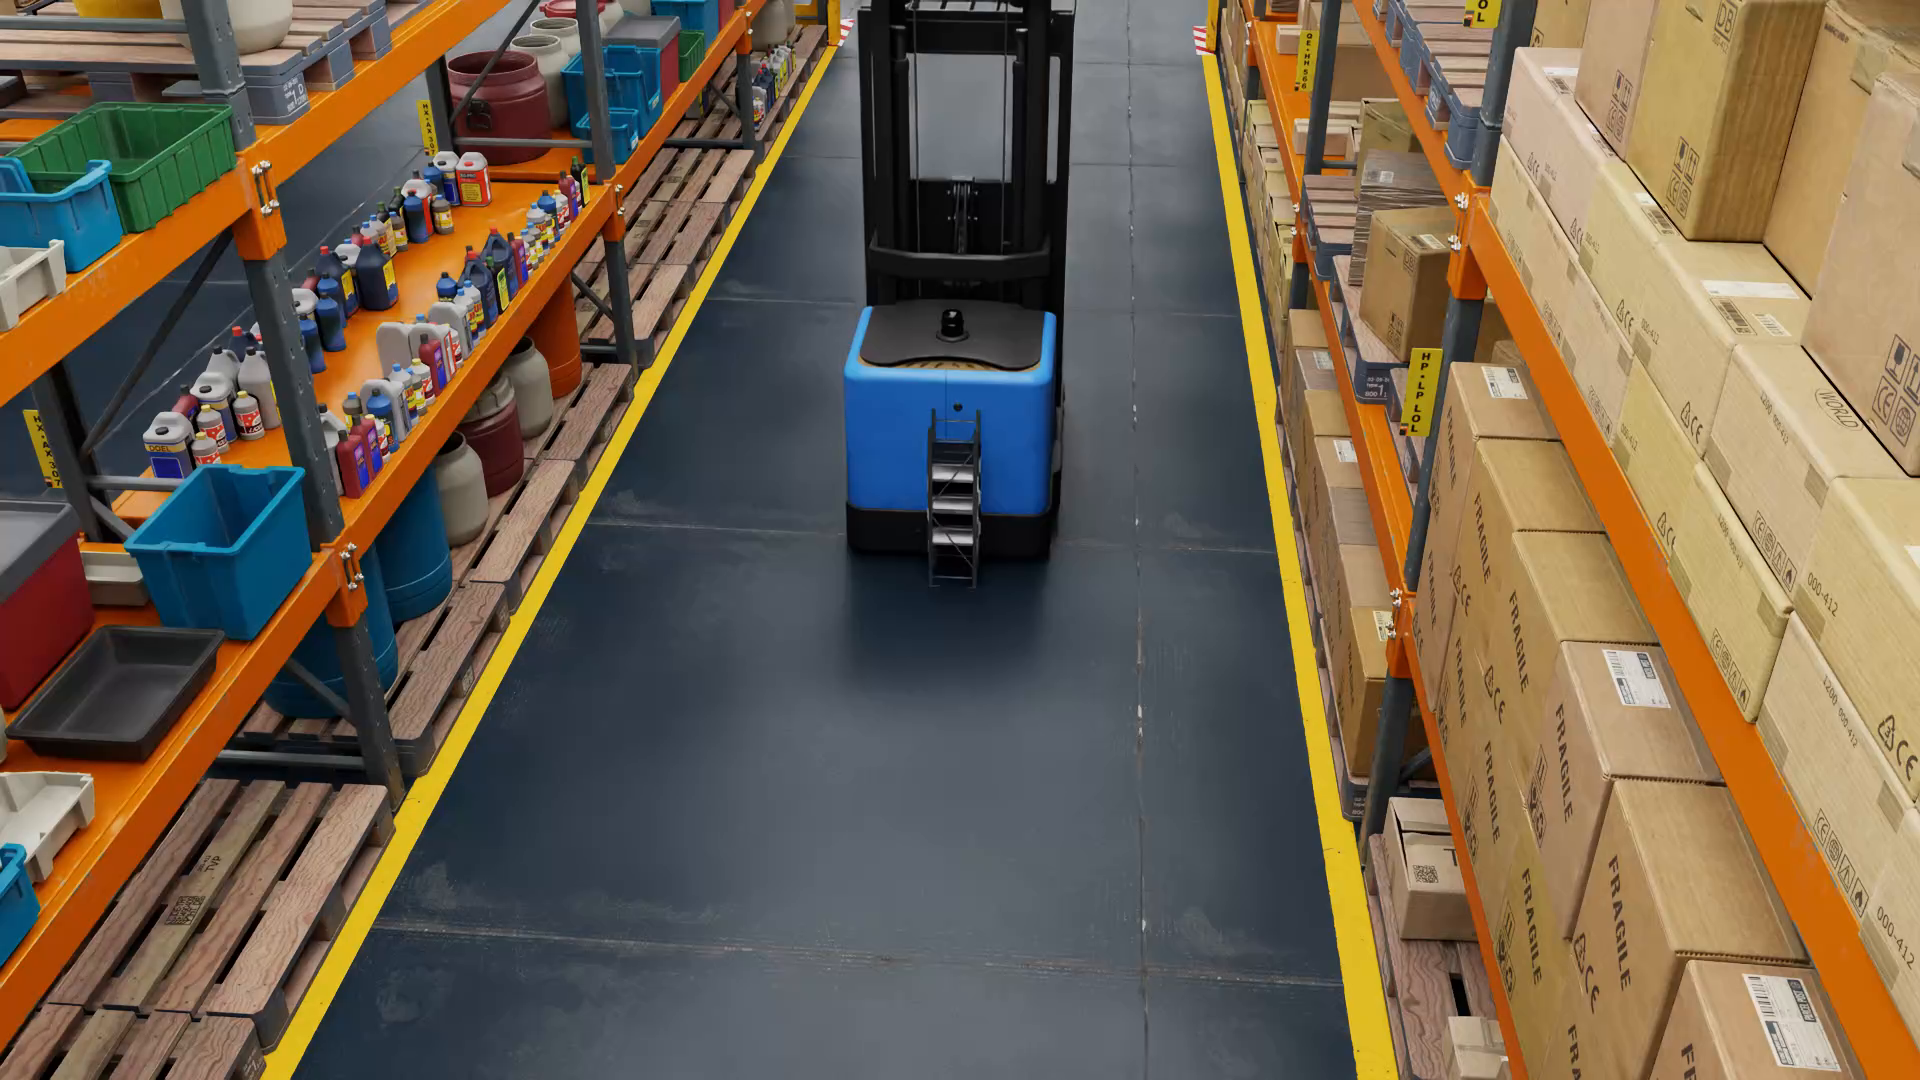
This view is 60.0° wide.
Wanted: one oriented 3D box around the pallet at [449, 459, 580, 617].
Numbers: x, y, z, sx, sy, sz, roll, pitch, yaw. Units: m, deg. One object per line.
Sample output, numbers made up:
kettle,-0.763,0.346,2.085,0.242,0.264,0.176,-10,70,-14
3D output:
pallet,-2.634,-0.047,8.625,1.003,0.211,1.213,2,32,4

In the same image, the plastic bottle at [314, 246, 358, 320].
plastic bottle,-2.997,-1.242,7.954,0.144,0.351,0.185,2,32,4

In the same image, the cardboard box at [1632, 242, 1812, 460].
cardboard box,1.683,-0.378,3.311,0.500,0.250,0.500,2,32,4

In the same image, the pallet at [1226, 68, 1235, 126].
pallet,2.956,-4.029,15.086,1.003,0.211,1.213,2,32,4

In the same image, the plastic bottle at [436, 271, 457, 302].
plastic bottle,-2.415,-1.137,7.858,0.097,0.271,0.097,0,32,0

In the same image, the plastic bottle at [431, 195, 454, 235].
plastic bottle,-2.779,-1.750,8.920,0.097,0.201,0.097,0,32,0

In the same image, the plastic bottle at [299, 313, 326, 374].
plastic bottle,-2.918,-0.887,7.453,0.097,0.271,0.097,0,32,0

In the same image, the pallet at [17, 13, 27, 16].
pallet,-7.326,-3.451,11.674,1.003,0.211,1.213,2,32,4

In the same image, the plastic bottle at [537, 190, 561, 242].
plastic bottle,-2.179,-1.718,8.801,0.097,0.271,0.097,0,32,0

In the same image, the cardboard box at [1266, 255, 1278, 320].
cardboard box,2.265,-1.634,10.763,0.500,0.250,0.500,2,32,3

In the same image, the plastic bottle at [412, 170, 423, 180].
plastic bottle,-2.939,-1.852,9.008,0.061,0.283,0.133,2,32,4

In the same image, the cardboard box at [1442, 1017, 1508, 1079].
cardboard box,1.791,1.703,5.409,0.380,0.166,0.250,2,32,4

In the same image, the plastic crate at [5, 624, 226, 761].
plastic crate,-2.658,0.496,5.292,0.437,0.125,0.590,2,32,4

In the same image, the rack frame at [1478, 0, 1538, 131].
rack frame,2.101,-2.533,4.283,1.000,3.000,0.127,2,32,4

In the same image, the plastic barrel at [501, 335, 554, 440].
plastic barrel,-2.489,-0.848,9.239,0.421,0.512,0.421,0,32,0

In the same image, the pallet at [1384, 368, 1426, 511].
pallet,2.275,-0.311,6.578,1.003,0.211,1.213,2,32,4

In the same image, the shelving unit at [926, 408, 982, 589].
shelving unit,-0.028,-0.197,8.212,0.258,0.900,0.210,2,32,4

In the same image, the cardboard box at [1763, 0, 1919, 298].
cardboard box,1.994,-0.683,3.092,0.700,0.500,0.500,2,32,4

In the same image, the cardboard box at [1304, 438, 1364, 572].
cardboard box,1.985,-0.159,8.112,0.500,0.500,0.500,1,32,2

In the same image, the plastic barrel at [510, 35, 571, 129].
plastic barrel,-2.639,-2.879,10.456,0.421,0.512,0.421,0,32,0

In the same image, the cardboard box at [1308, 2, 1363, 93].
cardboard box,2.590,-3.267,11.096,0.500,0.500,0.500,3,32,4

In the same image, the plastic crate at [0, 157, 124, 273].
plastic crate,-2.591,-0.909,4.666,0.416,0.233,0.300,2,32,4

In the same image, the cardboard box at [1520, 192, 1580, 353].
cardboard box,1.770,-0.687,4.290,0.500,0.250,0.500,2,32,4

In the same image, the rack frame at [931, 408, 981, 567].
rack frame,-0.020,-0.250,8.299,0.240,0.900,0.006,2,32,4

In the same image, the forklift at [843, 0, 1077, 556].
forklift,0.050,-1.913,9.060,1.130,2.935,3.031,2,32,4

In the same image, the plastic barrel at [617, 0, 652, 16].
plastic barrel,-2.480,-3.943,12.159,0.433,0.535,0.433,0,32,0

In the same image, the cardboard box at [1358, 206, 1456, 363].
cardboard box,2.184,-1.127,7.224,0.700,0.500,0.500,-5,32,-9

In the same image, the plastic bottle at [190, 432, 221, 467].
plastic bottle,-2.999,-0.332,6.620,0.097,0.201,0.097,0,32,0

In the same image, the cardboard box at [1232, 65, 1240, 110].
cardboard box,2.649,-3.946,14.514,0.500,0.250,0.500,2,32,4

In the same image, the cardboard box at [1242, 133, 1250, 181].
cardboard box,2.473,-2.970,12.931,0.500,0.250,0.500,2,32,3

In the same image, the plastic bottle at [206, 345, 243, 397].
plastic bottle,-3.086,-0.666,7.019,0.144,0.351,0.185,2,32,4

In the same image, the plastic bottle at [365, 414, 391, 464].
plastic bottle,-2.378,-0.413,6.750,0.097,0.201,0.097,0,32,0

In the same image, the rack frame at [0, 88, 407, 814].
rack frame,-2.835,-0.193,6.204,1.000,3.000,0.127,2,32,4

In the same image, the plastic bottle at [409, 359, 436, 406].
plastic bottle,-2.335,-0.687,7.194,0.097,0.201,0.097,0,32,0

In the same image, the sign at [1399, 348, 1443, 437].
sign,1.548,-0.494,5.589,0.100,0.325,0.005,2,32,4

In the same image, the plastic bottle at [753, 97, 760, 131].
plastic bottle,-1.721,-3.550,13.832,0.097,0.271,0.097,0,32,0

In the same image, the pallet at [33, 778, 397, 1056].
pallet,-2.856,1.381,6.309,1.003,0.211,1.213,2,32,4

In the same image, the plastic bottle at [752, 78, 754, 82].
plastic bottle,-1.813,-3.887,14.379,0.097,0.271,0.097,0,32,0

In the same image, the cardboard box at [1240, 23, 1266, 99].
cardboard box,2.625,-4.003,13.892,0.500,0.500,0.500,2,32,4

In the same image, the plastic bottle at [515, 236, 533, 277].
plastic bottle,-2.219,-1.433,8.406,0.097,0.201,0.097,0,32,0

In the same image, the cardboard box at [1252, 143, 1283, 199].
cardboard box,2.384,-2.672,11.912,0.500,0.311,0.500,1,32,2

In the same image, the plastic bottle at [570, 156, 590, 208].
plastic bottle,-2.117,-2.005,9.255,0.061,0.283,0.133,2,32,4

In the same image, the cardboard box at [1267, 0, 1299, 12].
cardboard box,2.783,-4.437,12.996,0.700,0.500,0.500,2,32,3

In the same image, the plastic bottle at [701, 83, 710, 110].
plastic bottle,-2.253,-3.860,14.331,0.152,0.276,0.135,2,32,4

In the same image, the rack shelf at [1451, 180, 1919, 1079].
rack shelf,1.939,0.096,3.562,1.077,0.370,4.000,2,32,4

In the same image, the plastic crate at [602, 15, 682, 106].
plastic crate,-2.073,-3.143,10.931,0.402,0.464,0.583,2,32,4

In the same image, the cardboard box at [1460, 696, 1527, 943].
cardboard box,1.707,0.763,4.558,0.500,0.500,0.500,2,32,4

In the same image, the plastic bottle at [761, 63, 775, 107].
plastic bottle,-1.689,-3.939,14.387,0.144,0.351,0.185,1,32,2

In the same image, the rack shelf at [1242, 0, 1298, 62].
rack shelf,2.916,-4.902,14.531,1.077,0.370,4.000,2,32,4

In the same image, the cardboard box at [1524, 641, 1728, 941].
cardboard box,1.658,0.596,3.876,0.500,0.500,0.500,3,32,6

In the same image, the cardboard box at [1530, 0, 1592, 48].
cardboard box,2.216,-1.780,5.330,0.600,0.600,0.600,0,32,-1

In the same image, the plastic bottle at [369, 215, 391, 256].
plastic bottle,-2.971,-1.525,8.489,0.097,0.271,0.097,0,32,0

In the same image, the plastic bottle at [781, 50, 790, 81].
plastic bottle,-1.630,-4.313,15.066,0.152,0.276,0.135,2,32,3

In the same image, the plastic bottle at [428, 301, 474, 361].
plastic bottle,-2.323,-0.971,7.585,0.152,0.276,0.135,2,32,4

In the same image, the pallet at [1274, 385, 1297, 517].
pallet,2.329,-0.495,9.352,1.003,0.211,1.213,2,32,4

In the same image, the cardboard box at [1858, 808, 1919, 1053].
cardboard box,1.555,0.619,2.170,0.500,0.250,0.500,2,32,4

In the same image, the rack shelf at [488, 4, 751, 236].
rack shelf,-2.347,-3.024,11.483,1.077,0.370,4.000,2,32,4

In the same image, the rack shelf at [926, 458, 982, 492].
rack shelf,-0.028,-0.322,8.135,0.258,0.077,0.200,2,32,4
